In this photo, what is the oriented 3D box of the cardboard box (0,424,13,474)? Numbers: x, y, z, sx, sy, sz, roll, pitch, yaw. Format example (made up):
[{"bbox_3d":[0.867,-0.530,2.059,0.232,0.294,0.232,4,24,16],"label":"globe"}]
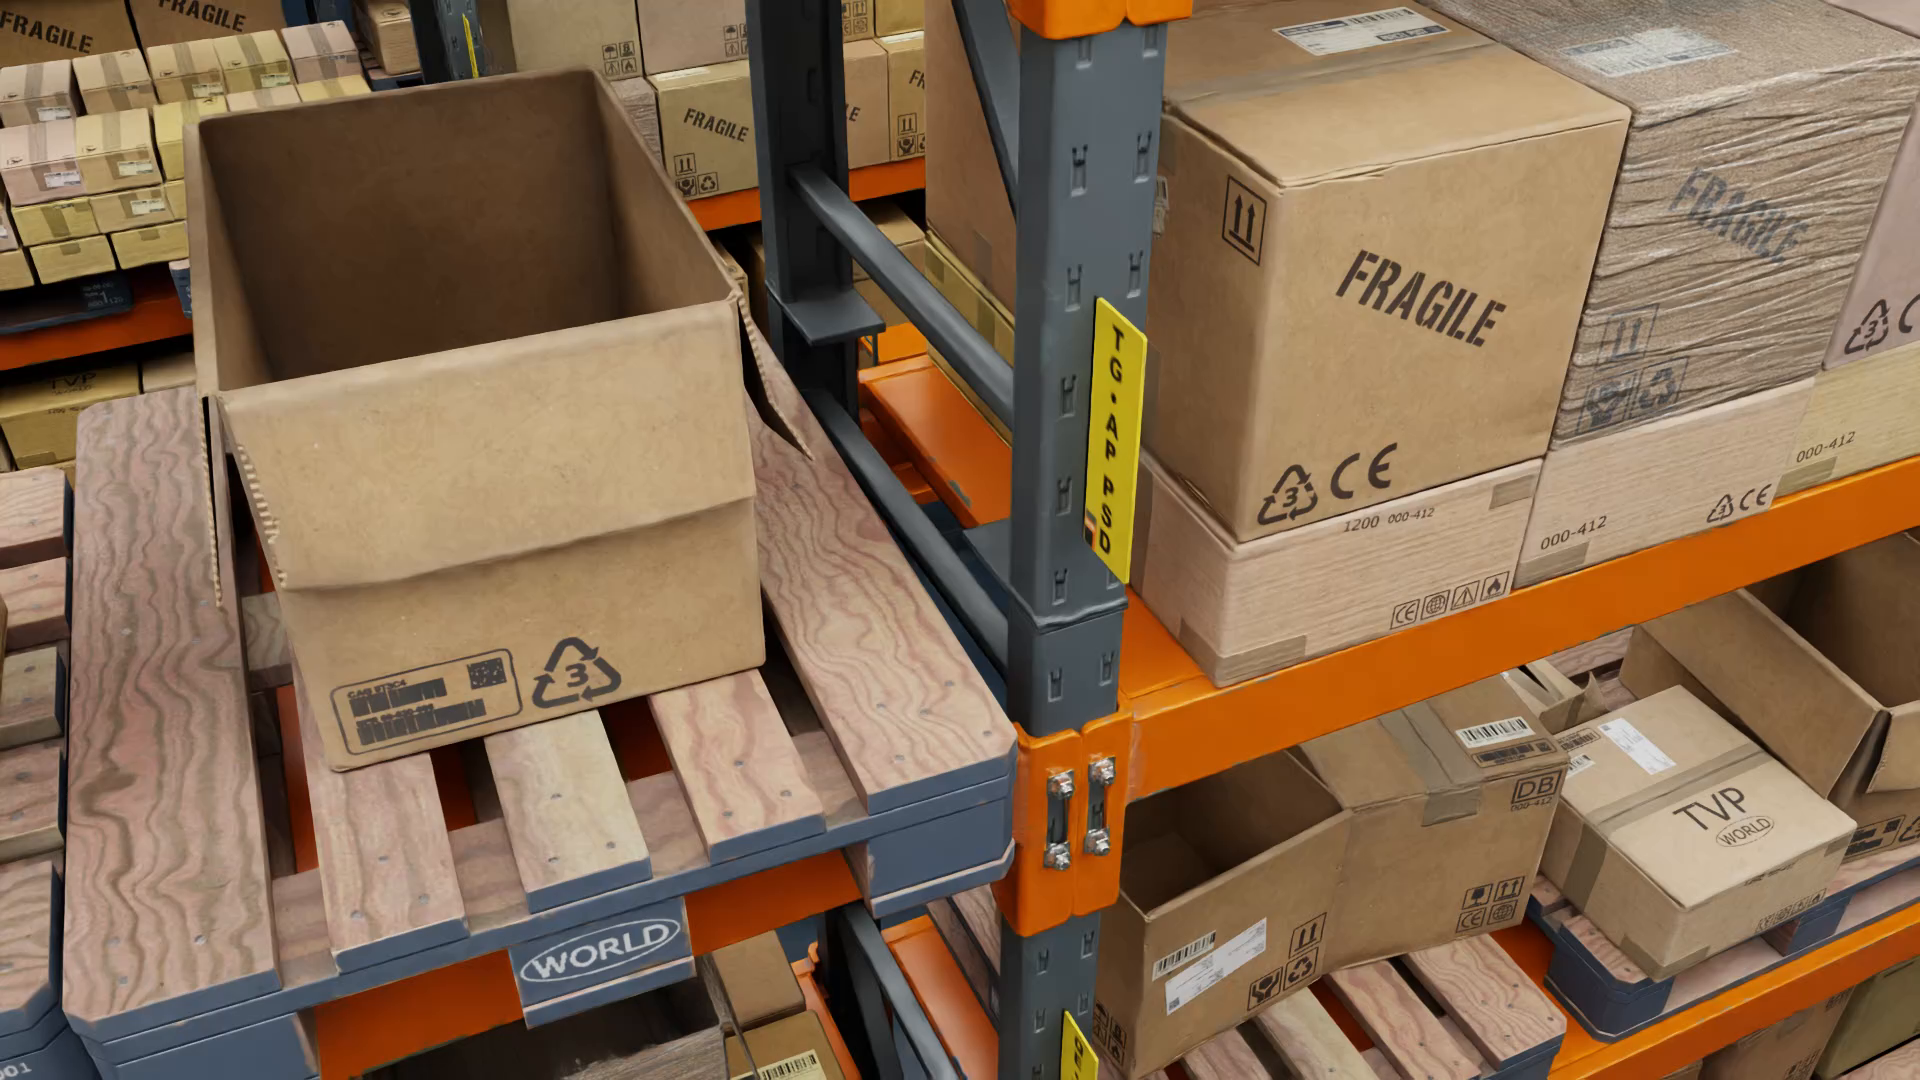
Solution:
[{"bbox_3d":[-3.969,-0.424,6.419,0.500,0.250,0.500,-14,39,-18],"label":"cardboard box"}]

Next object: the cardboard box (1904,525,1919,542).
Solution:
[{"bbox_3d":[2.785,-0.259,4.225,1.000,1.000,1.000,-15,39,-20],"label":"cardboard box"}]

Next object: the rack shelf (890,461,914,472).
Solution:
[{"bbox_3d":[-0.150,-0.386,6.876,0.480,0.148,0.258,-16,39,-20],"label":"rack shelf"}]

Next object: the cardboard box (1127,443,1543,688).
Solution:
[{"bbox_3d":[0.476,-0.089,2.459,0.500,0.250,0.500,-15,39,-19],"label":"cardboard box"}]

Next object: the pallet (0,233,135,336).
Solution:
[{"bbox_3d":[-3.848,-1.063,6.326,1.213,0.211,1.003,-16,39,-20],"label":"pallet"}]

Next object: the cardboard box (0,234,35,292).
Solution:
[{"bbox_3d":[-3.488,-1.036,5.987,0.250,0.149,0.380,-14,39,-19],"label":"cardboard box"}]

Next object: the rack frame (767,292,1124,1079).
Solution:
[{"bbox_3d":[-0.057,1.038,3.333,0.127,3.000,1.000,-16,39,-20],"label":"rack frame"}]

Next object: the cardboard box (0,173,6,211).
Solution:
[{"bbox_3d":[-3.494,-1.272,5.806,0.250,0.149,0.380,-14,39,-18],"label":"cardboard box"}]

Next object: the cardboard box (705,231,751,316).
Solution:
[{"bbox_3d":[-1.484,-1.033,7.661,0.750,0.750,1.050,-16,40,-21],"label":"cardboard box"}]

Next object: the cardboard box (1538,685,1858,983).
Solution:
[{"bbox_3d":[1.558,0.629,3.657,0.500,0.250,0.500,-17,40,-21],"label":"cardboard box"}]

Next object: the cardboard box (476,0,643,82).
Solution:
[{"bbox_3d":[-1.663,-2.213,6.792,0.500,0.500,0.700,-16,39,-20],"label":"cardboard box"}]

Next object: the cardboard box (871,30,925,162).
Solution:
[{"bbox_3d":[-0.184,-2.053,7.417,0.500,0.500,0.500,-16,39,-20],"label":"cardboard box"}]

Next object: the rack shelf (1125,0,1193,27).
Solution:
[{"bbox_3d":[1.753,-1.429,2.562,4.000,0.370,1.077,-16,39,-20],"label":"rack shelf"}]

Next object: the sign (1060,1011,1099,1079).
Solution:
[{"bbox_3d":[0.181,0.871,2.586,0.005,0.325,0.100,-16,39,-20],"label":"sign"}]

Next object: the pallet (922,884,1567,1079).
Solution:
[{"bbox_3d":[0.542,0.877,3.711,1.003,0.211,1.213,-16,39,-20],"label":"pallet"}]

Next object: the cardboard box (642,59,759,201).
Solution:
[{"bbox_3d":[-1.093,-1.801,7.077,0.500,0.500,0.500,-16,39,-20],"label":"cardboard box"}]

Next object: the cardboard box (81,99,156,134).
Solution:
[{"bbox_3d":[-3.309,-1.633,6.542,0.250,0.149,0.380,-15,39,-20],"label":"cardboard box"}]

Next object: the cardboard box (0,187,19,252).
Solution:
[{"bbox_3d":[-3.494,-1.152,5.894,0.250,0.149,0.380,-15,39,-19],"label":"cardboard box"}]

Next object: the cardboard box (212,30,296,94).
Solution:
[{"bbox_3d":[-2.816,-1.887,6.636,0.250,0.149,0.380,-17,40,-21],"label":"cardboard box"}]

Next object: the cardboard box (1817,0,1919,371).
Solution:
[{"bbox_3d":[1.390,-0.646,2.581,0.500,0.500,0.500,-17,40,-21],"label":"cardboard box"}]

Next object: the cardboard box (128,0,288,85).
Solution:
[{"bbox_3d":[-4.929,-3.492,10.871,0.875,0.875,0.875,-16,39,-20],"label":"cardboard box"}]

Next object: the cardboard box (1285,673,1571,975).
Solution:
[{"bbox_3d":[0.877,0.475,3.655,0.500,0.500,0.700,-10,38,-13],"label":"cardboard box"}]

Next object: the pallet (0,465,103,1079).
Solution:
[{"bbox_3d":[-1.629,0.385,1.854,1.213,0.211,1.003,-14,39,-18],"label":"pallet"}]

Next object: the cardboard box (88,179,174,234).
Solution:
[{"bbox_3d":[-3.032,-1.280,6.066,0.250,0.149,0.380,-16,39,-20],"label":"cardboard box"}]

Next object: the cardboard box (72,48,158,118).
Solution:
[{"bbox_3d":[-3.280,-1.761,6.465,0.250,0.149,0.380,-17,40,-22],"label":"cardboard box"}]

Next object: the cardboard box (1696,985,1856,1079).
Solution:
[{"bbox_3d":[2.053,1.249,4.777,0.500,0.500,0.700,-19,41,-24],"label":"cardboard box"}]

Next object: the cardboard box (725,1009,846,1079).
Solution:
[{"bbox_3d":[-0.399,1.256,2.955,0.500,0.500,0.500,-14,39,-19],"label":"cardboard box"}]

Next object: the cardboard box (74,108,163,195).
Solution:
[{"bbox_3d":[-3.028,-1.400,5.978,0.250,0.149,0.380,-14,39,-19],"label":"cardboard box"}]

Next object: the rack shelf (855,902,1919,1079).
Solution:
[{"bbox_3d":[1.753,0.820,4.230,4.000,0.370,1.077,-16,39,-20],"label":"rack shelf"}]

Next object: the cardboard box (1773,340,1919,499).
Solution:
[{"bbox_3d":[1.402,-0.354,2.817,0.500,0.250,0.500,-15,39,-19],"label":"cardboard box"}]

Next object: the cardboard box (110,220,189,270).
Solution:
[{"bbox_3d":[-3.010,-1.169,6.167,0.250,0.149,0.380,-16,40,-21],"label":"cardboard box"}]

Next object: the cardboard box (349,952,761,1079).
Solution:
[{"bbox_3d":[-0.726,0.771,2.767,0.637,0.503,0.797,-14,39,-18],"label":"cardboard box"}]

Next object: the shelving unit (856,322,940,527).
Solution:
[{"bbox_3d":[-0.150,-0.440,6.836,0.503,1.200,0.258,-16,39,-20],"label":"shelving unit"}]

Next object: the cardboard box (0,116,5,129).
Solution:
[{"bbox_3d":[-3.763,-1.623,6.280,0.250,0.149,0.380,-14,39,-19],"label":"cardboard box"}]

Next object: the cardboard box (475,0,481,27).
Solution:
[{"bbox_3d":[-3.088,-3.749,11.639,0.625,0.372,0.950,-16,40,-21],"label":"cardboard box"}]

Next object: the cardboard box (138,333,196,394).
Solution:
[{"bbox_3d":[-3.034,-0.680,6.766,0.500,0.250,0.500,-15,39,-19],"label":"cardboard box"}]

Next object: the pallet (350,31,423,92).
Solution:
[{"bbox_3d":[-3.560,-3.384,11.635,1.213,0.211,1.003,-16,39,-20],"label":"pallet"}]

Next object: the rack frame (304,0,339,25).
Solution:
[{"bbox_3d":[-4.268,-4.307,10.538,0.127,3.000,1.000,-16,39,-20],"label":"rack frame"}]

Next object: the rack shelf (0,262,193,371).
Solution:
[{"bbox_3d":[-3.884,-0.868,6.506,4.000,0.370,1.077,-16,39,-20],"label":"rack shelf"}]

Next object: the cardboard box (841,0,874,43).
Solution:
[{"bbox_3d":[-0.742,-2.473,7.142,0.500,0.500,0.700,-16,40,-21],"label":"cardboard box"}]

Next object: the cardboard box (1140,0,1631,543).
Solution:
[{"bbox_3d":[0.477,-0.388,2.234,0.500,0.500,0.500,-15,39,-20],"label":"cardboard box"}]

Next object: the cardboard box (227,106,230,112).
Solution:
[{"bbox_3d":[-2.841,-1.766,6.722,0.250,0.149,0.380,-14,39,-18],"label":"cardboard box"}]

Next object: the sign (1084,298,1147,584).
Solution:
[{"bbox_3d":[0.171,-0.105,1.856,0.005,0.325,0.100,-16,39,-20],"label":"sign"}]

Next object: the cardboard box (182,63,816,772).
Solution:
[{"bbox_3d":[-0.579,-0.184,2.023,0.637,0.503,0.797,-13,39,-17],"label":"cardboard box"}]

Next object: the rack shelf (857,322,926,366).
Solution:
[{"bbox_3d":[-0.150,-0.756,6.602,0.480,0.148,0.258,-16,39,-20],"label":"rack shelf"}]

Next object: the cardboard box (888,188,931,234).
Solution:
[{"bbox_3d":[0.149,-1.493,8.280,0.750,0.750,1.050,-16,39,-20],"label":"cardboard box"}]

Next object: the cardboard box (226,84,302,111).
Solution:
[{"bbox_3d":[-2.551,-1.536,6.162,0.250,0.149,0.380,-16,39,-20],"label":"cardboard box"}]

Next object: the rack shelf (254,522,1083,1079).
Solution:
[{"bbox_3d":[-1.868,0.628,1.971,4.000,0.370,1.077,-16,39,-20],"label":"rack shelf"}]

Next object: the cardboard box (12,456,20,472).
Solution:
[{"bbox_3d":[-3.966,-0.134,6.658,0.500,0.500,0.500,-15,39,-19],"label":"cardboard box"}]
